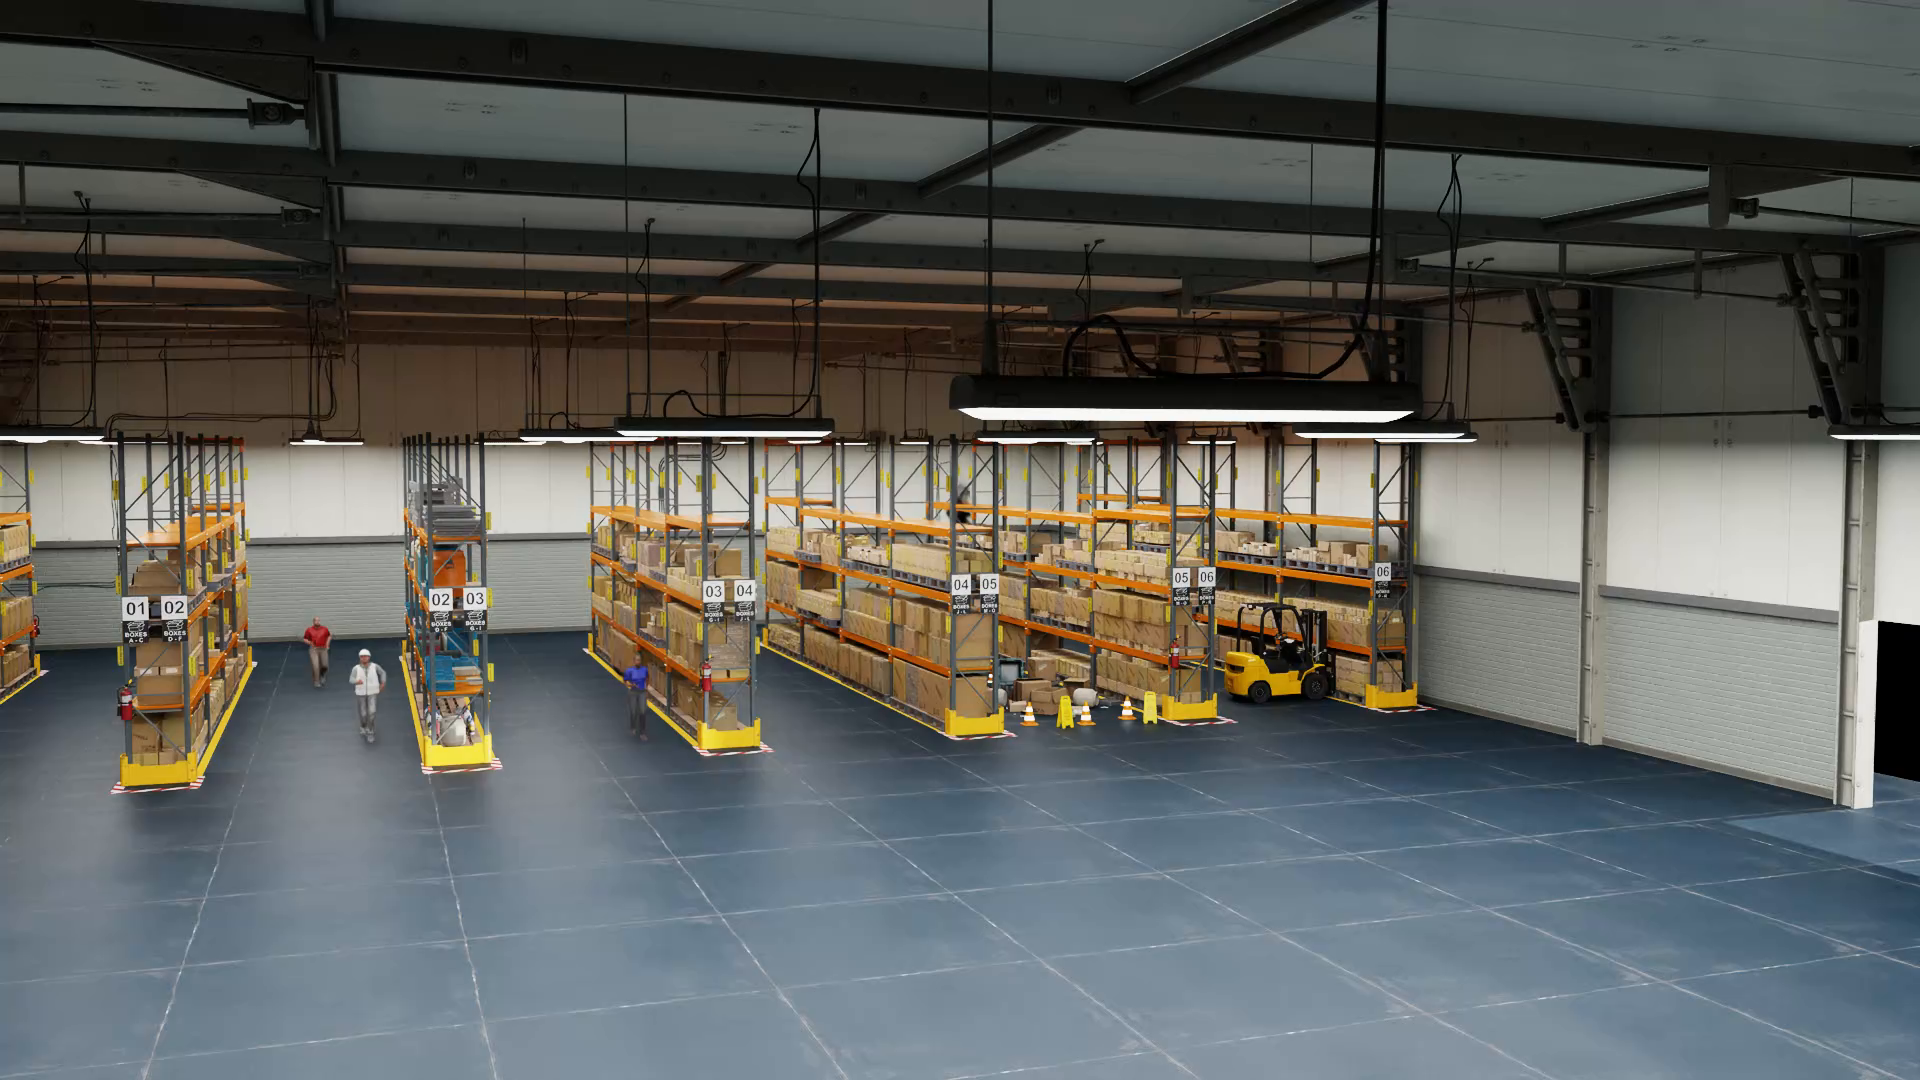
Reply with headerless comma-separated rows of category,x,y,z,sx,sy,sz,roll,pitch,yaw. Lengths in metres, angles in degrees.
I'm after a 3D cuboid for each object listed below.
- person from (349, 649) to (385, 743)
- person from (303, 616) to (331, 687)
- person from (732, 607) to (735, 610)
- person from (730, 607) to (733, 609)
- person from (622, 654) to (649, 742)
person,-11.632,3.046,32.635,0.661,1.809,0.822,-1,3,-15
person,-15.344,2.670,39.781,0.653,1.679,0.606,-2,4,-31
person,-6.700,2.162,48.980,0.640,1.693,0.720,-2,4,-35
person,-6.878,2.258,47.890,0.675,1.635,0.850,1,3,19
person,-6.354,3.097,32.667,0.561,1.714,0.768,-1,3,-19
